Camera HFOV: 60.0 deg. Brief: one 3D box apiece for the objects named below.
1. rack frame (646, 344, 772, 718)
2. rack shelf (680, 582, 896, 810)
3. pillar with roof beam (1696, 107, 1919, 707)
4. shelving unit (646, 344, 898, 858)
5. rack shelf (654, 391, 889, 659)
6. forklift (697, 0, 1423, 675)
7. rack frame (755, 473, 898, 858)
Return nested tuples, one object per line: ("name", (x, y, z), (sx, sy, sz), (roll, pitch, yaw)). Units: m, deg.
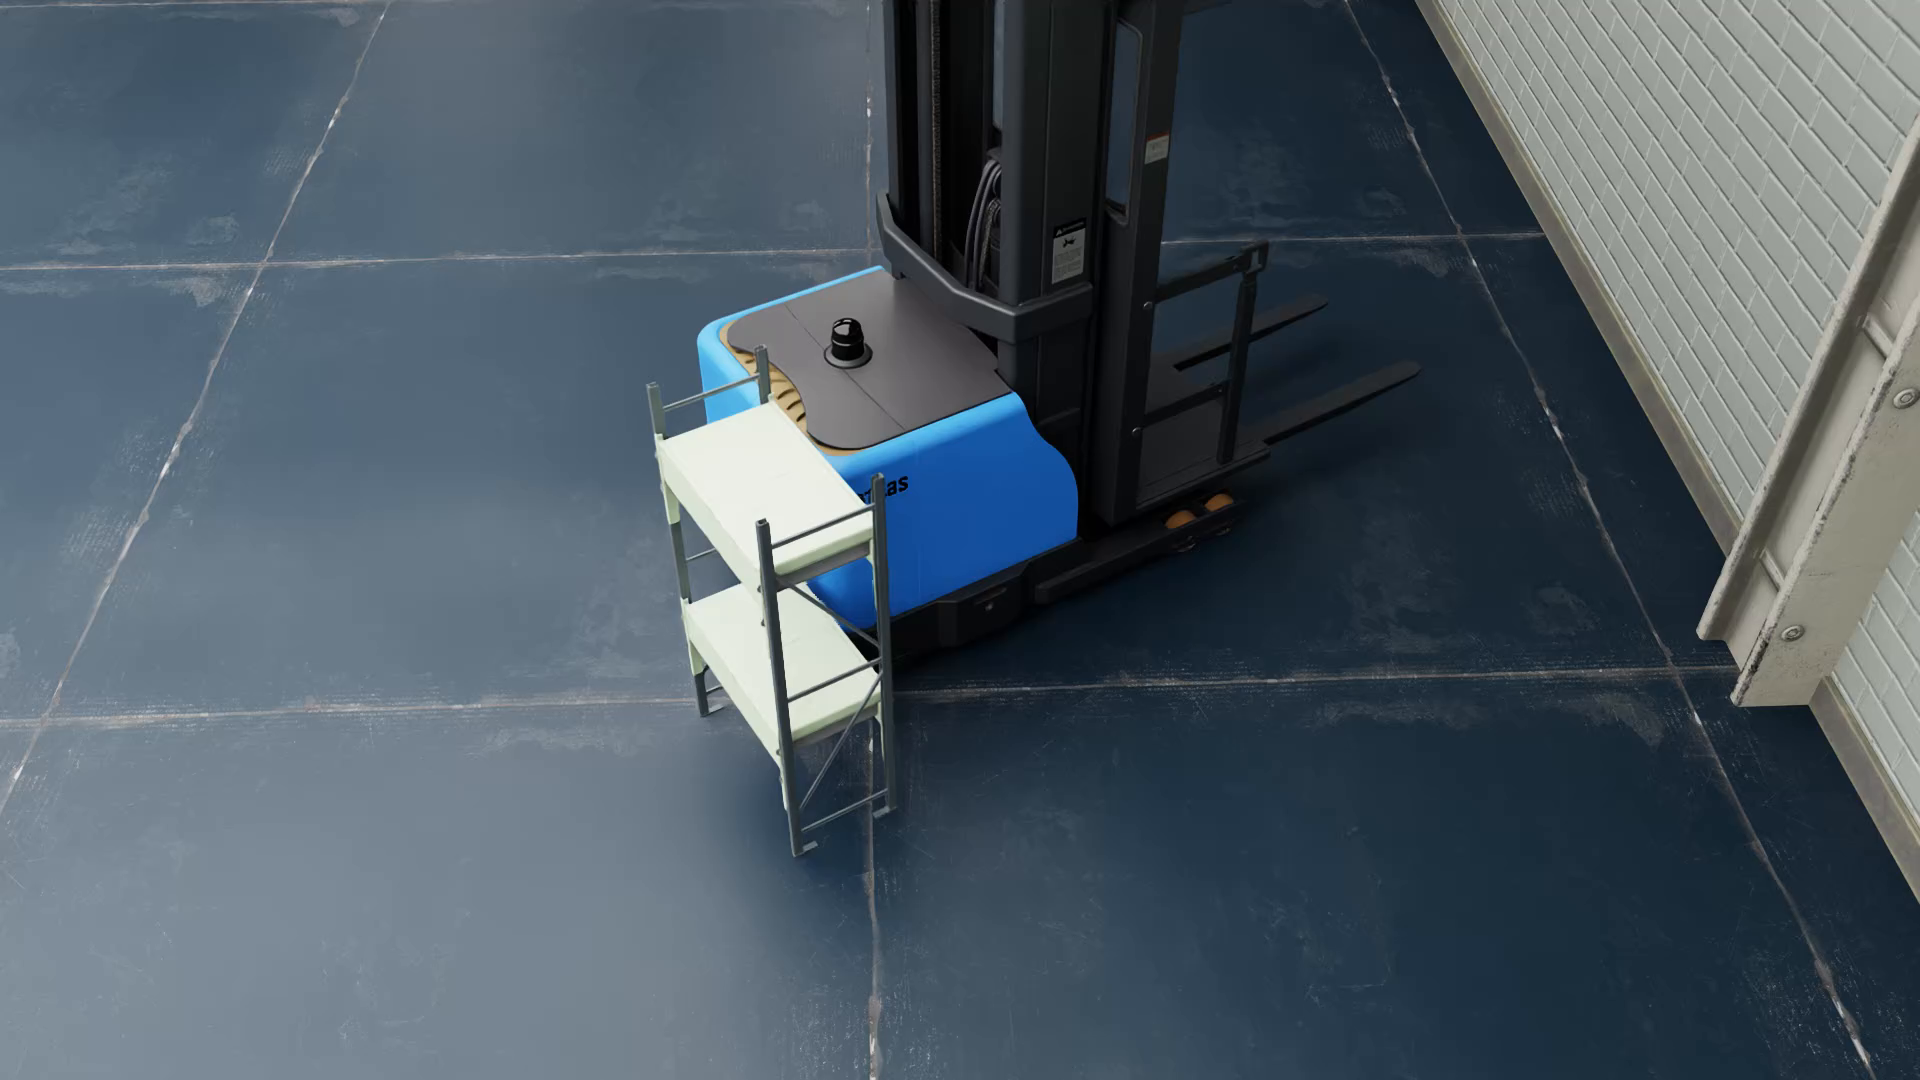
("rack frame", (-0.777, 0.018, 5.621), (0.400, 1.500, 0.023), (-23, 47, -23))
("rack shelf", (-0.584, 0.468, 5.612), (0.431, 0.370, 0.720), (-23, 47, -23))
("pillar with roof beam", (-1.318, -2.723, 3.061), (9.100, 9.000, 0.400), (-2, 43, -2))
("shelving unit", (-0.584, 0.228, 5.392), (0.431, 1.500, 0.755), (-23, 47, -23))
("rack shelf", (-0.584, -0.060, 5.128), (0.431, 0.370, 0.720), (-23, 47, -23))
("forklift", (0.556, -1.315, 6.015), (3.031, 2.935, 1.130), (-23, 47, -23))
("rack frame", (-0.390, 0.438, 5.163), (0.400, 1.500, 0.023), (-23, 47, -23))
